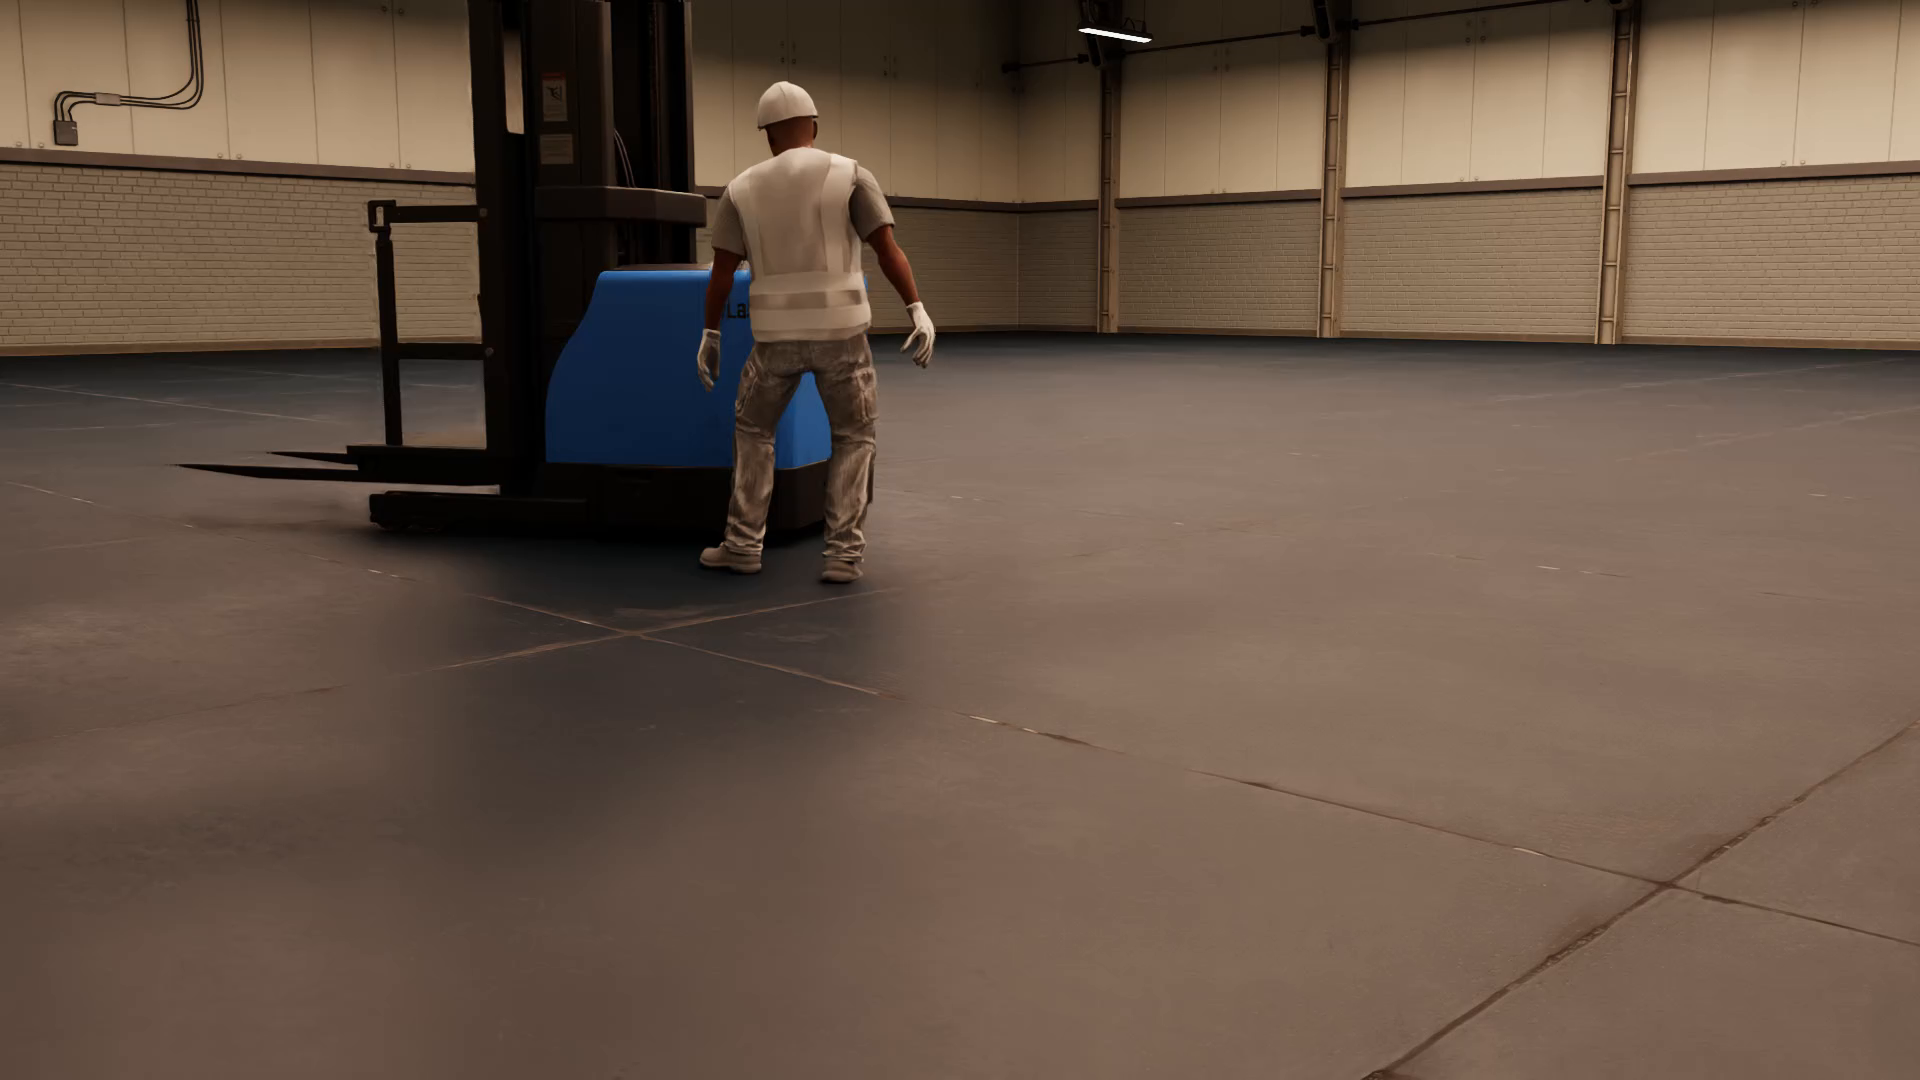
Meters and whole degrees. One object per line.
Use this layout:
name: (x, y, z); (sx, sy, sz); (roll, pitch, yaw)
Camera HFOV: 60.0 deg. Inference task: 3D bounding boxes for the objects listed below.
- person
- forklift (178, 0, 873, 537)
person: (-0.523, -0.720, 5.841); (0.904, 1.749, 0.473); (2, 9, 11)
forklift: (-1.961, -1.549, 7.158); (3.031, 2.935, 1.130); (3, 9, 16)
